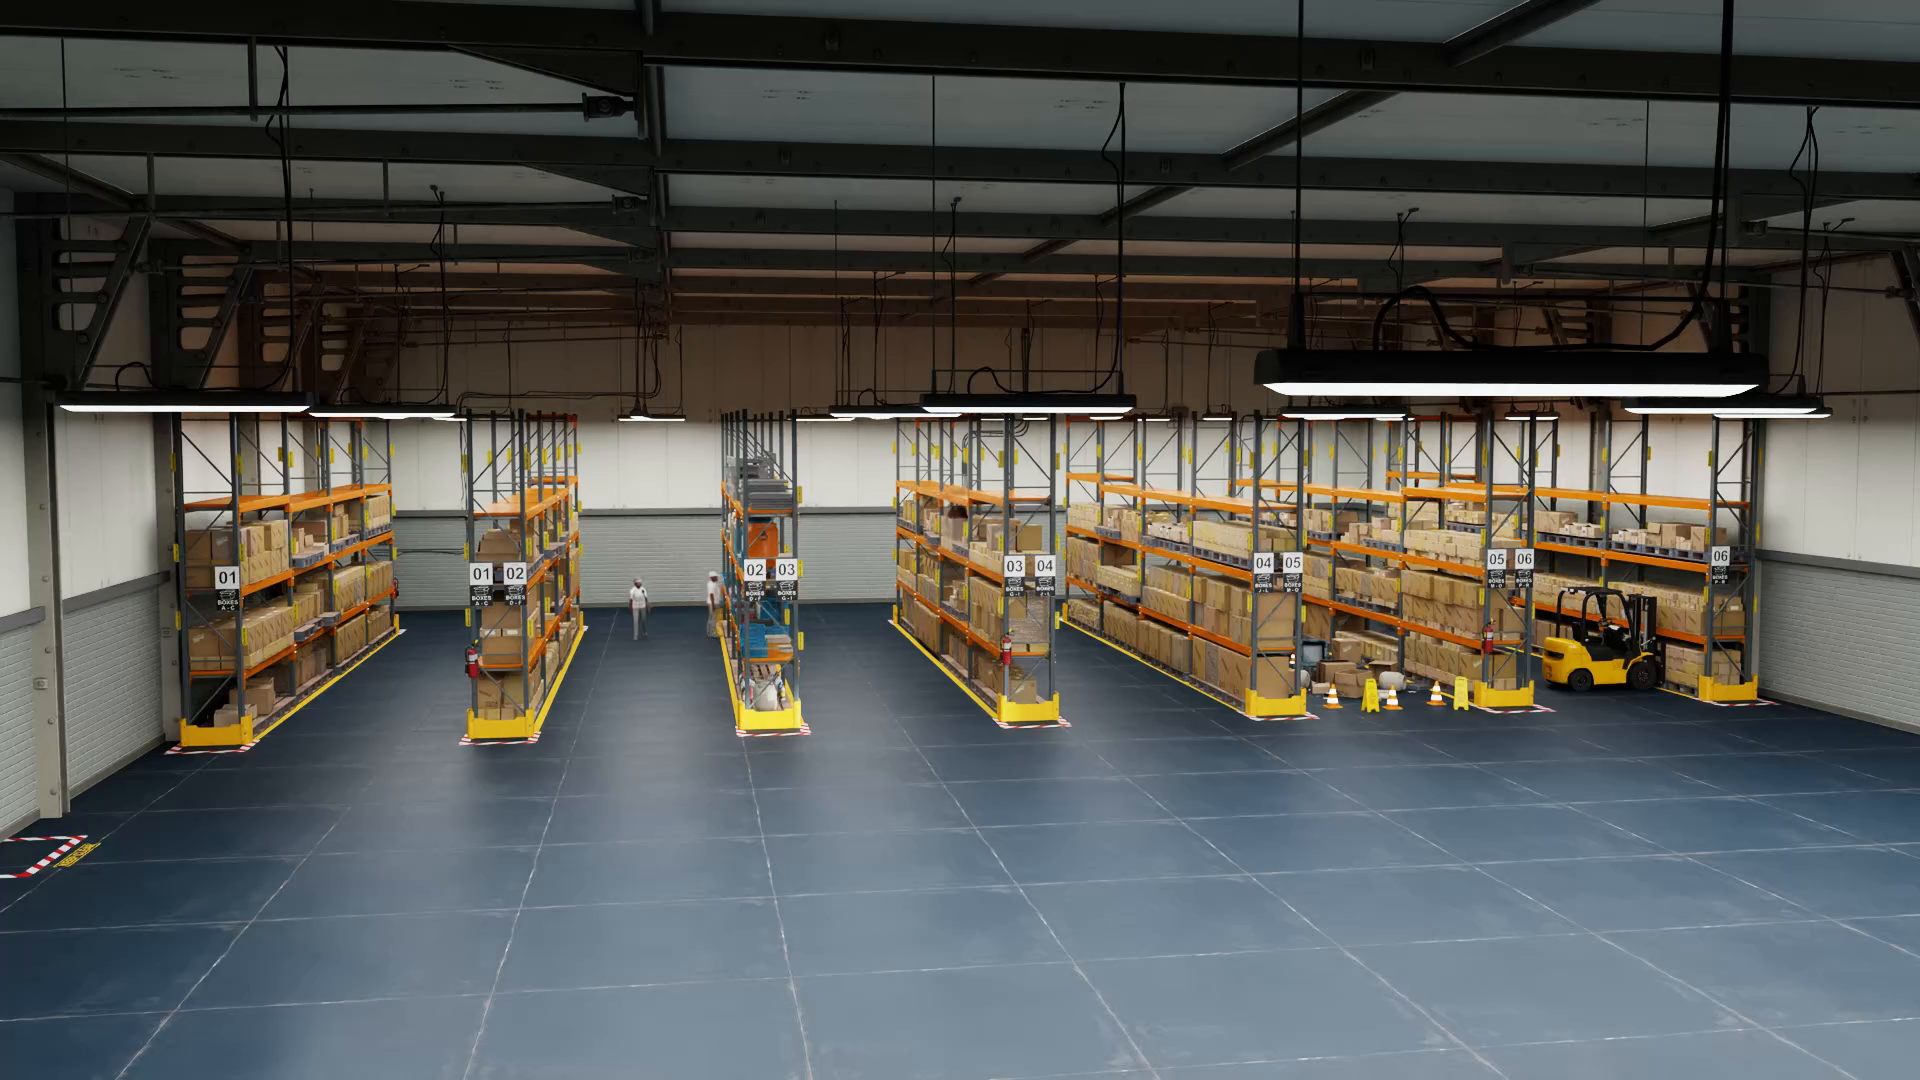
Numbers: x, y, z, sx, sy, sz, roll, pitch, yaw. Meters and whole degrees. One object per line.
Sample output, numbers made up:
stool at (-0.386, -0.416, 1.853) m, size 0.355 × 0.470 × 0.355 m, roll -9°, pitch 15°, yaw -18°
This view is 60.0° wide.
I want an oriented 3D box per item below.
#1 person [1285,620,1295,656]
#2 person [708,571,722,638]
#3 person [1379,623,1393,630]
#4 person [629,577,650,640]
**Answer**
person at (8.077, 2.012, 40.880) m, size 0.608 × 1.755 × 0.607 m, roll -2°, pitch 4°, yaw -24°
person at (-6.591, 1.719, 44.635) m, size 0.383 × 1.768 × 0.688 m, roll -1°, pitch 4°, yaw -12°
person at (11.881, 1.674, 46.337) m, size 0.427 × 1.659 × 0.476 m, roll 0°, pitch 4°, yaw 4°
person at (-8.520, 1.808, 44.229) m, size 0.545 × 1.641 × 0.950 m, roll 0°, pitch 4°, yaw -6°
